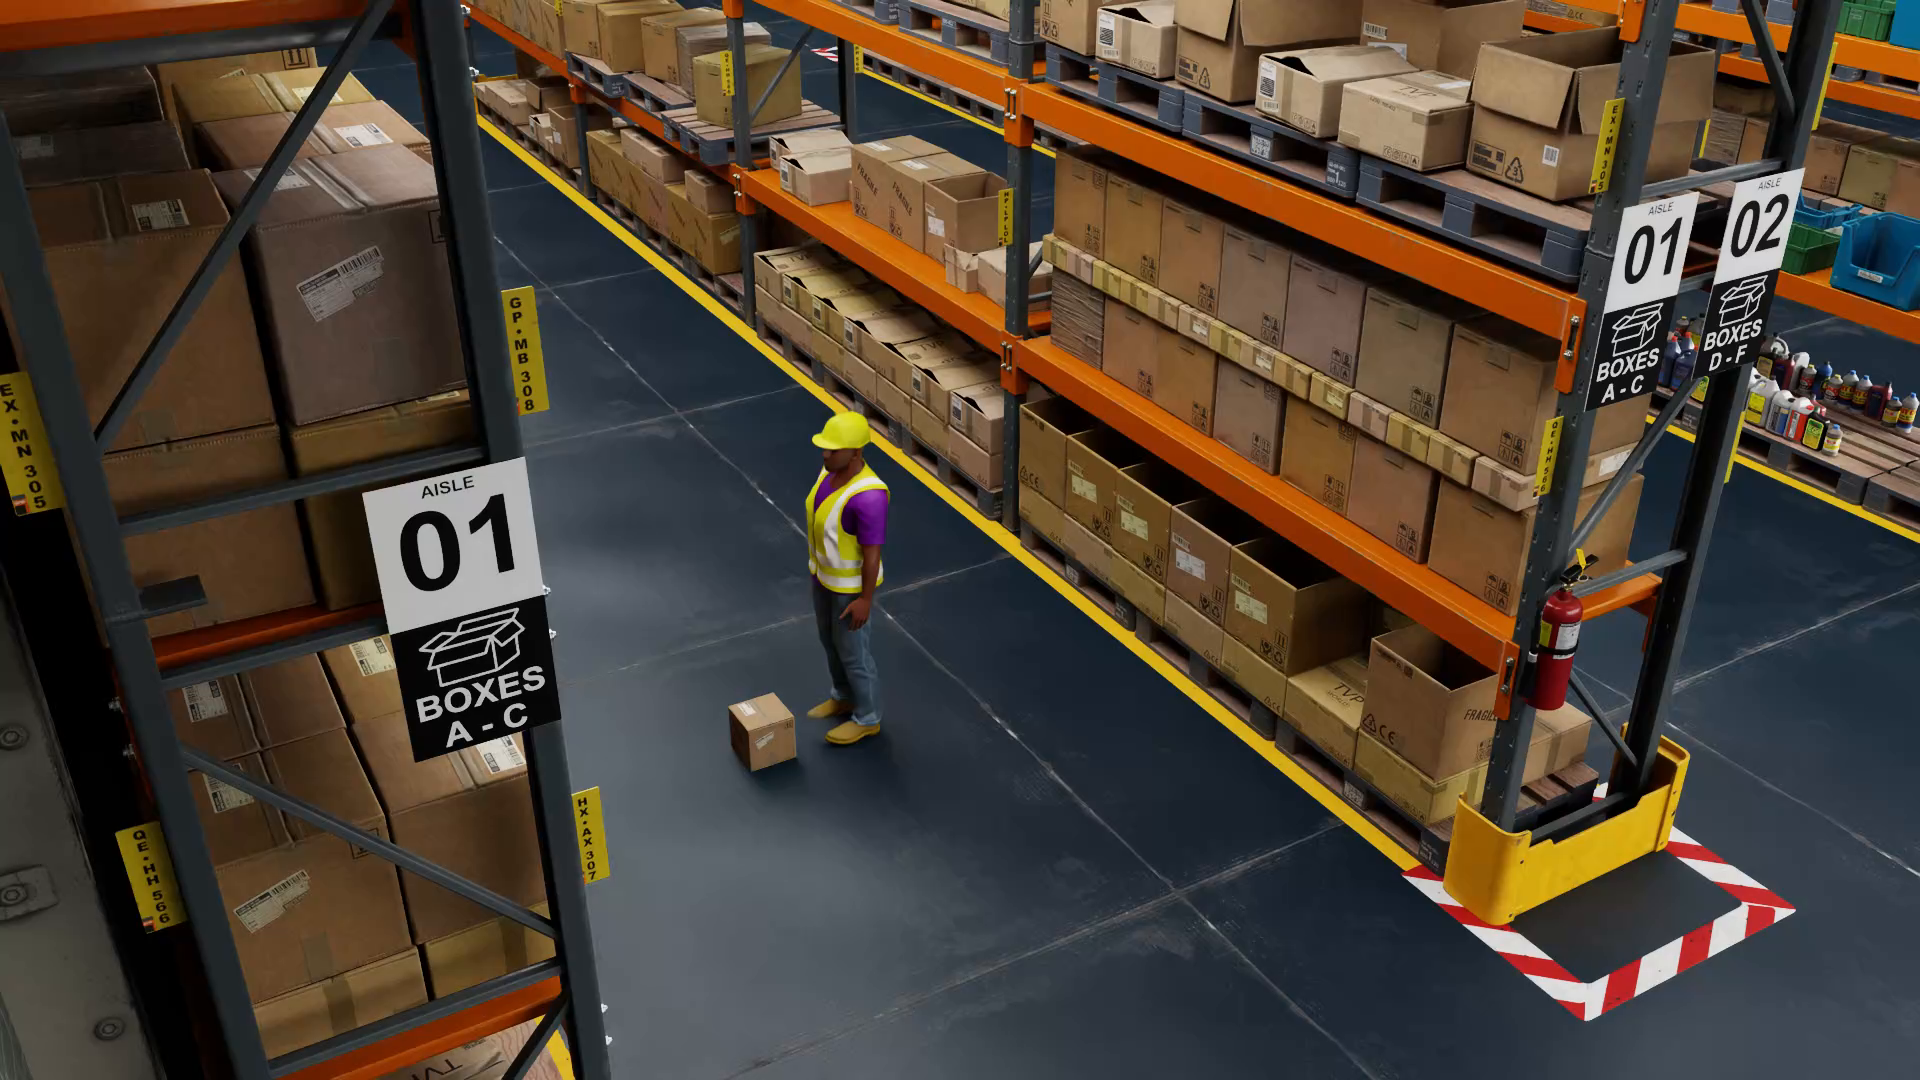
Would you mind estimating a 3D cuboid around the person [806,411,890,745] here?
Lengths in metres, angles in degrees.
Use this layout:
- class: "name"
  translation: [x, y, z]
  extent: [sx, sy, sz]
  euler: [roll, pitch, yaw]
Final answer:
- class: "person"
  translation: [-0.567, 0.199, 8.204]
  extent: [0.371, 1.787, 0.563]
  euler: [-15, 32, -25]
